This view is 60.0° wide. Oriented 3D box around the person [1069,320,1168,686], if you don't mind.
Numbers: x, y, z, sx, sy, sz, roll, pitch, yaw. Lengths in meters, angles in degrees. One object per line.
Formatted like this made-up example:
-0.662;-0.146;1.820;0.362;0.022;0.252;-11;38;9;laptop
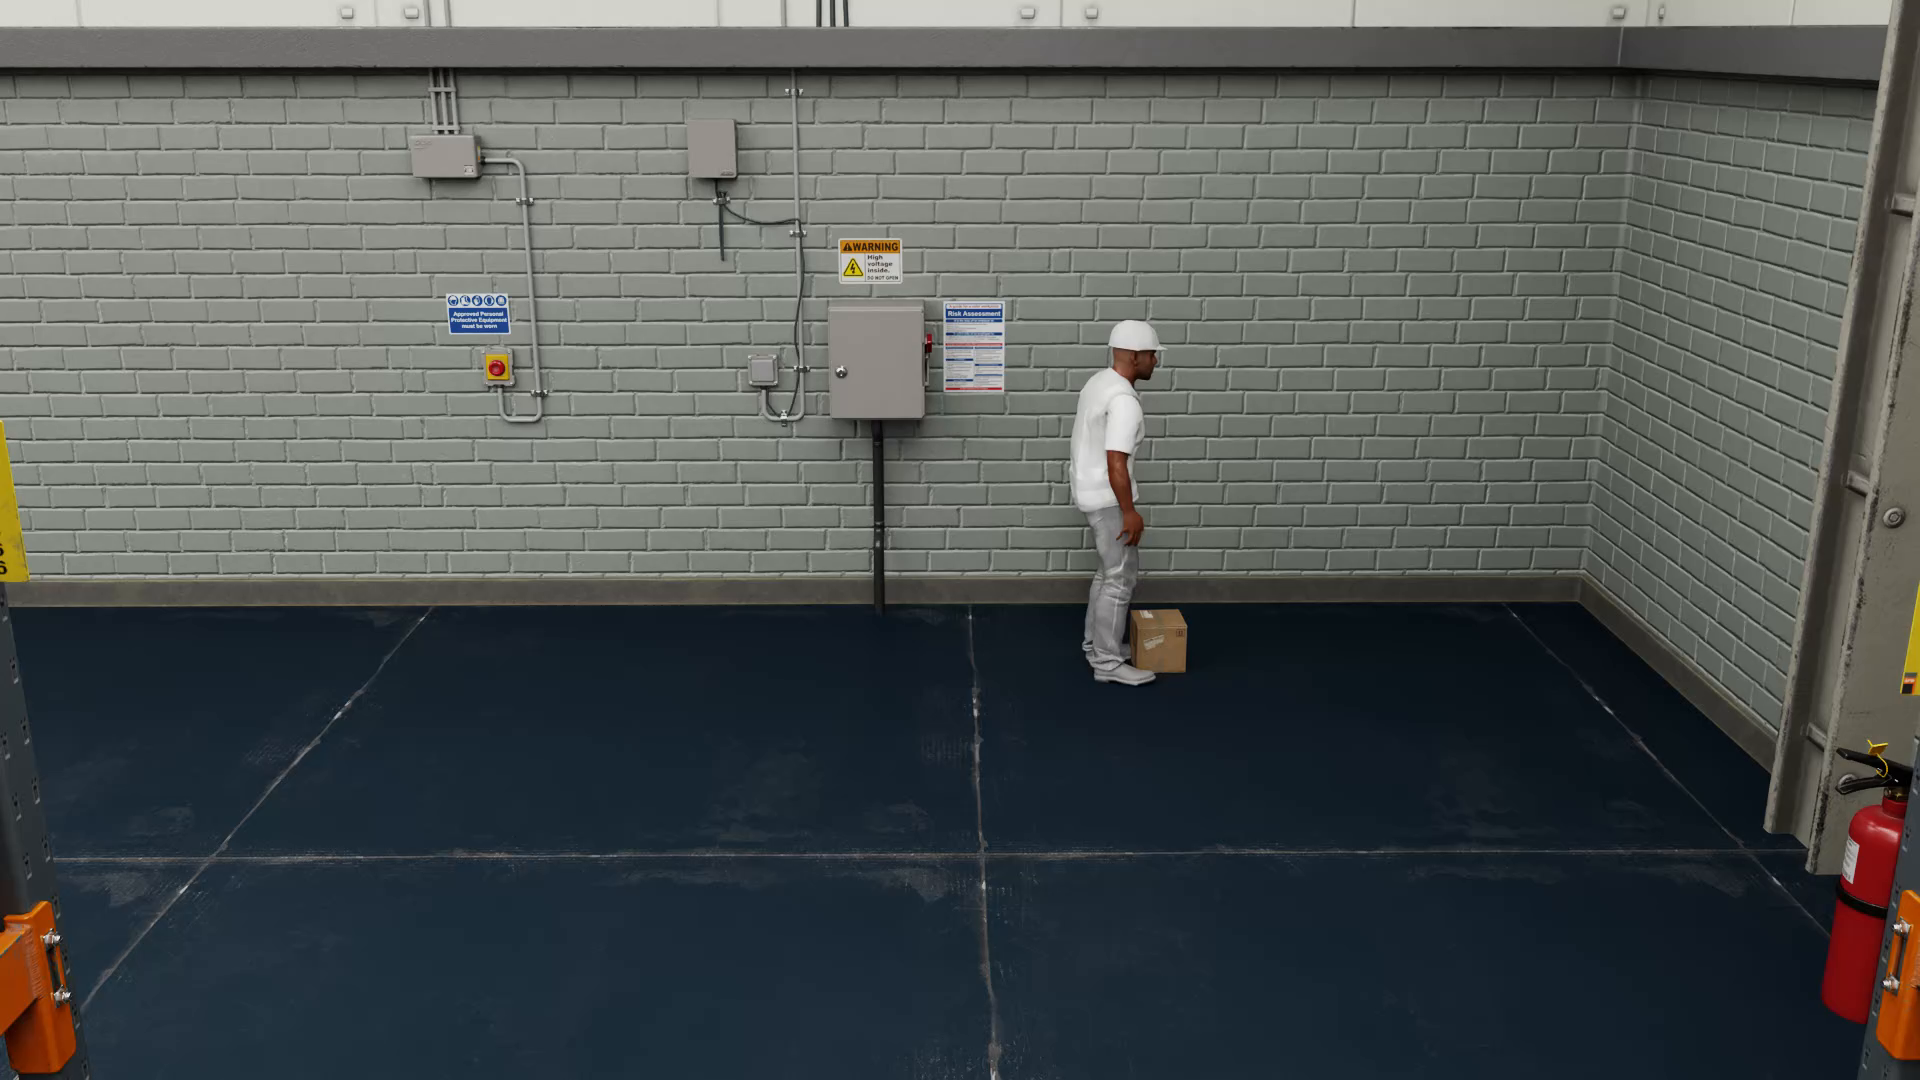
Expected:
0.773;-0.203;8.177;0.460;1.760;0.634;-1;17;-4;person
